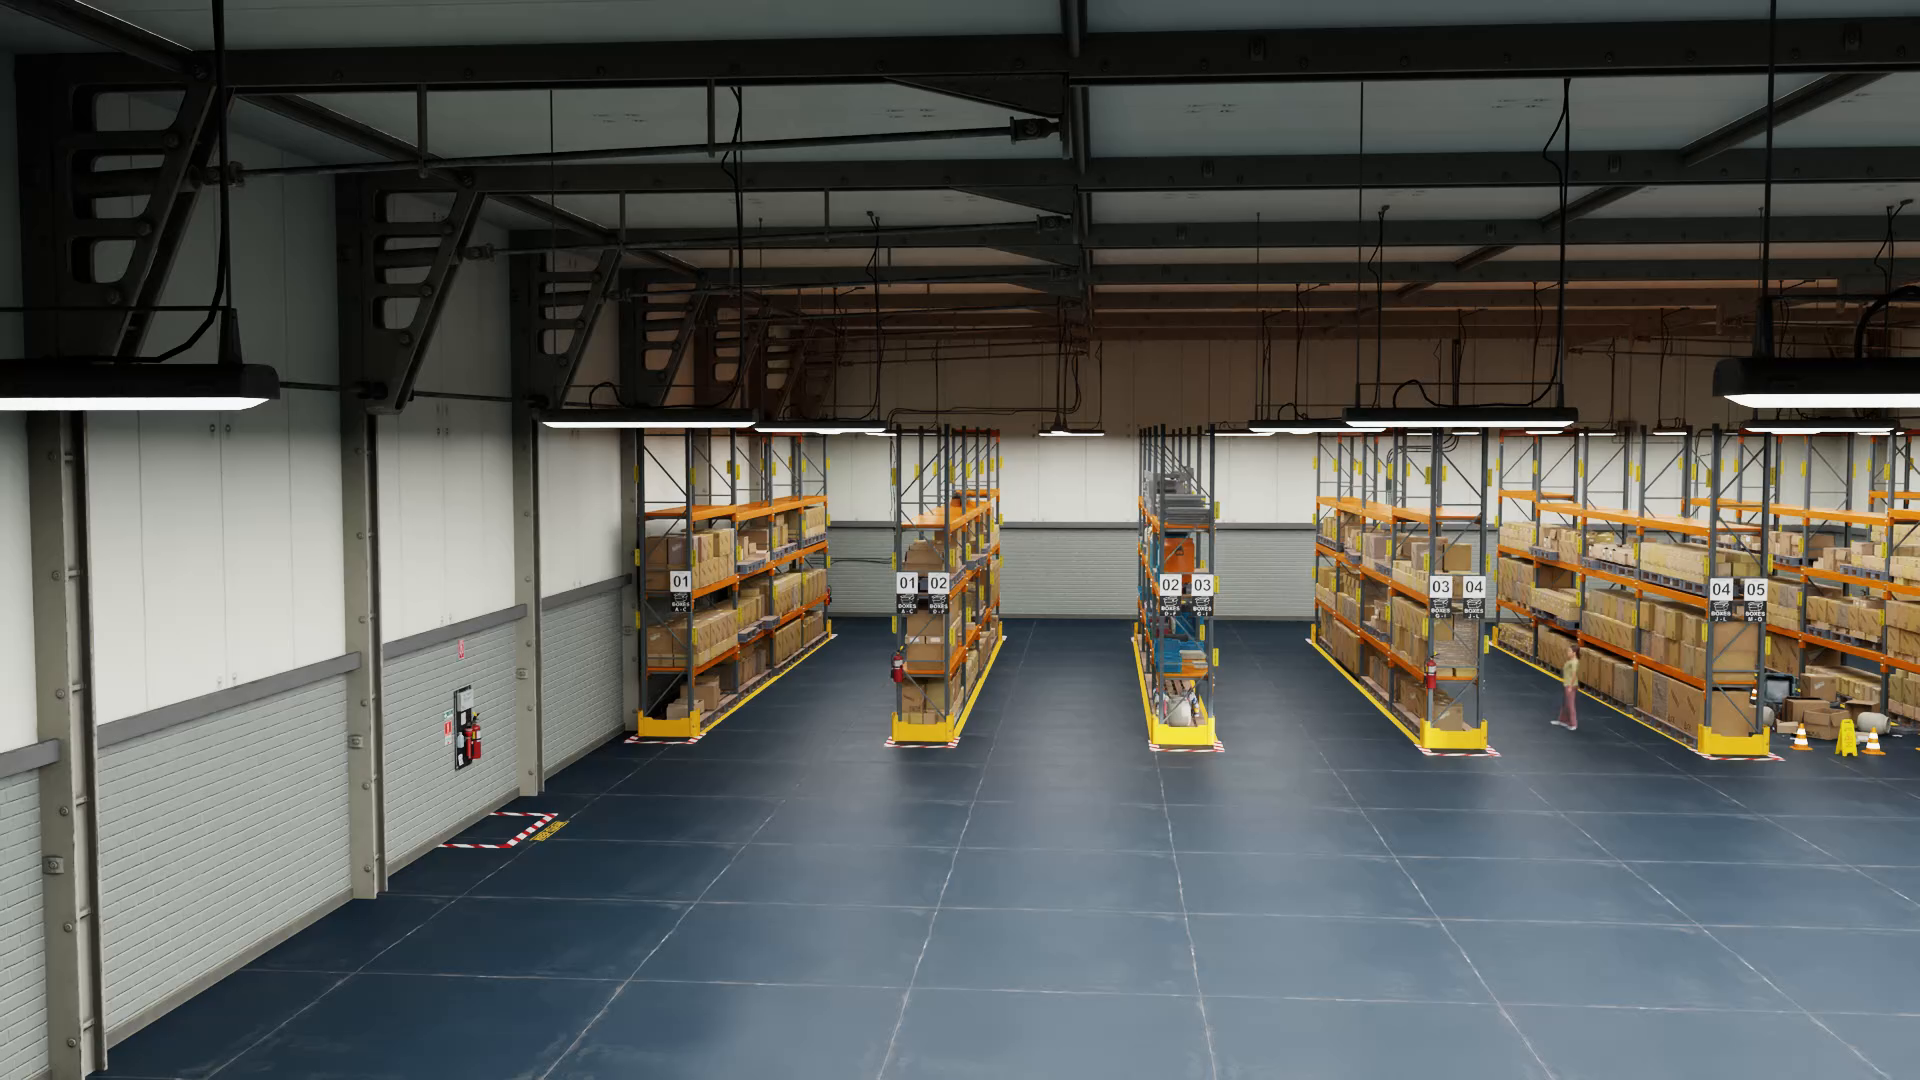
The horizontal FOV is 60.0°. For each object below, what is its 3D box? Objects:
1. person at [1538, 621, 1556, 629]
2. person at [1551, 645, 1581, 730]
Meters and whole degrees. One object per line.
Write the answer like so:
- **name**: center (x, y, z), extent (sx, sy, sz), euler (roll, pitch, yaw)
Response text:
- **person**: center (16.493, 1.960, 46.990), extent (0.904, 1.733, 0.597), euler (3, 4, 36)
- **person**: center (11.980, 2.895, 32.929), extent (0.601, 1.669, 0.450), euler (3, 4, 37)
